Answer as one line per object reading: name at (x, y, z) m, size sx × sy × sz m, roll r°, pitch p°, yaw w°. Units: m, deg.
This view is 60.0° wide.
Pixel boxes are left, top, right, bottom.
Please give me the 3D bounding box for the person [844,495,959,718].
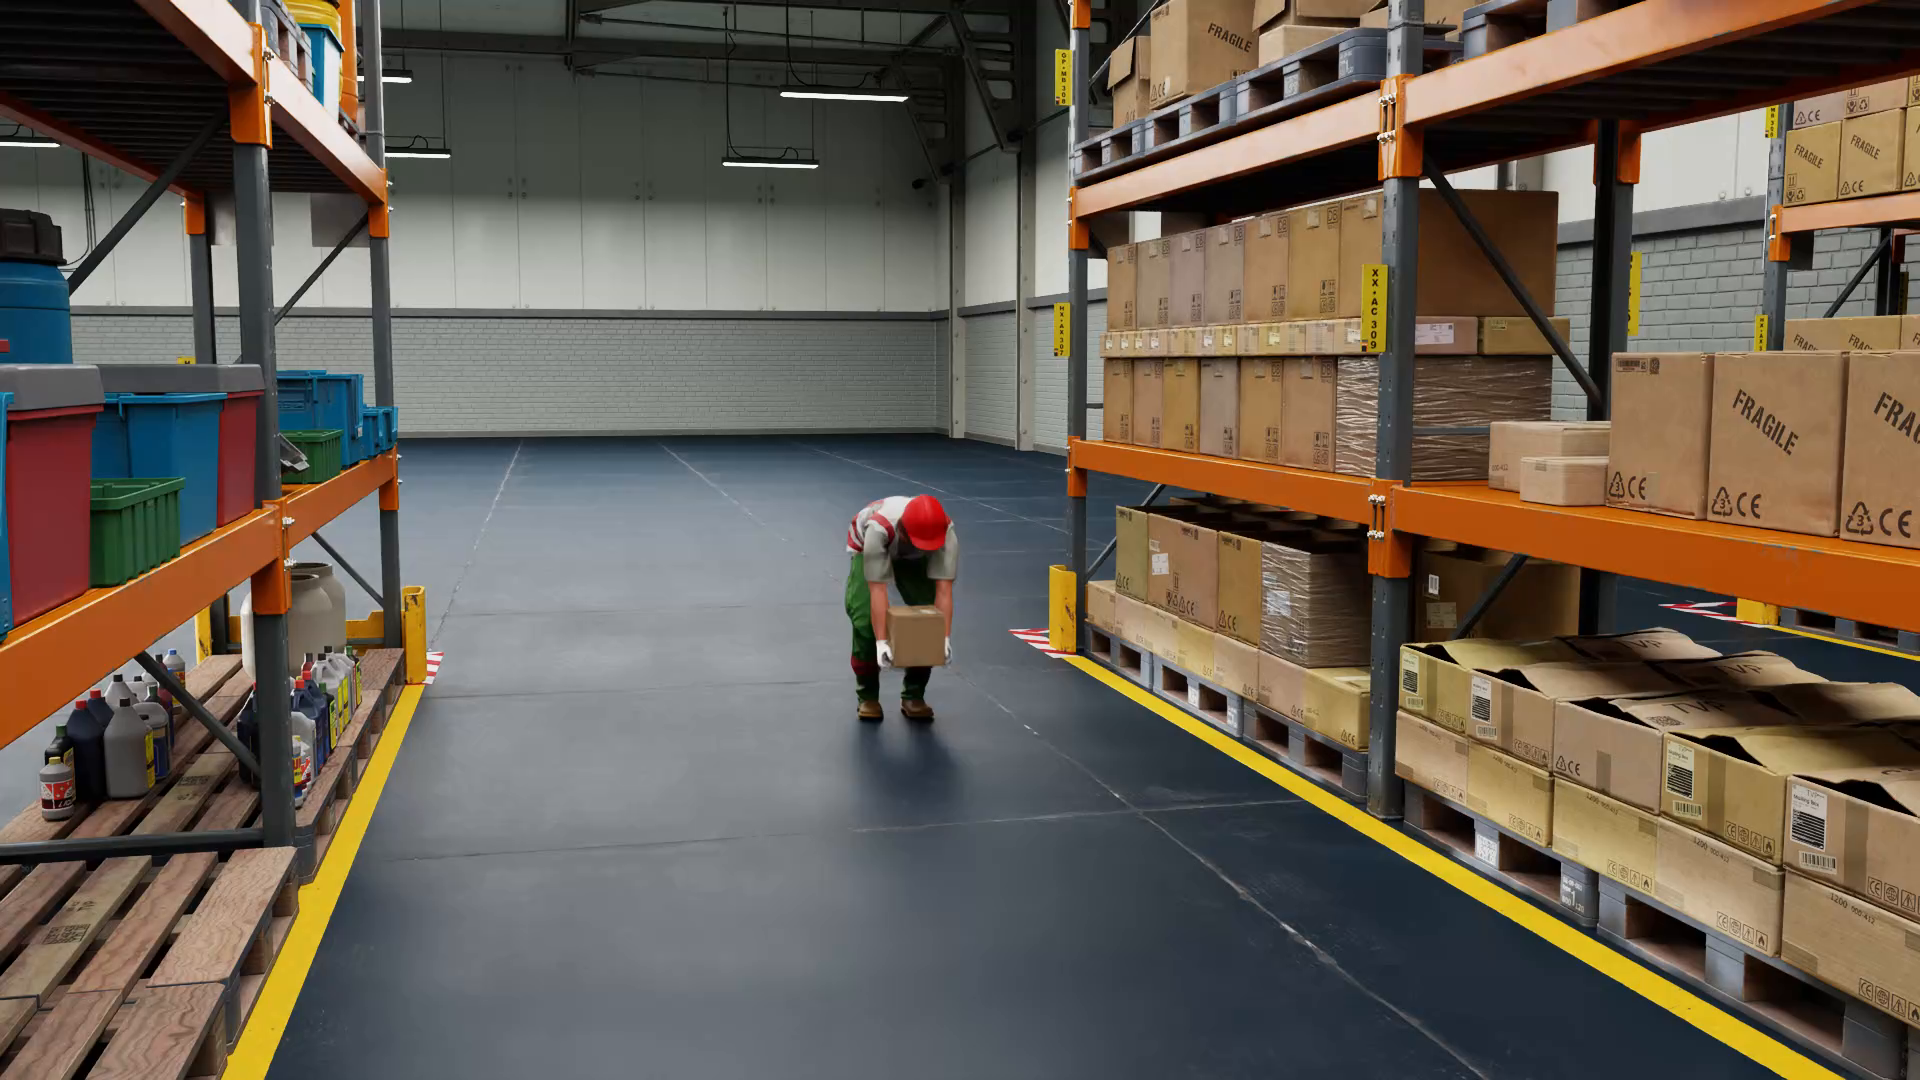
person at (-0.284, 0.327, 8.177) m, size 0.509 × 1.157 × 0.947 m, roll -2°, pitch 6°, yaw -16°
